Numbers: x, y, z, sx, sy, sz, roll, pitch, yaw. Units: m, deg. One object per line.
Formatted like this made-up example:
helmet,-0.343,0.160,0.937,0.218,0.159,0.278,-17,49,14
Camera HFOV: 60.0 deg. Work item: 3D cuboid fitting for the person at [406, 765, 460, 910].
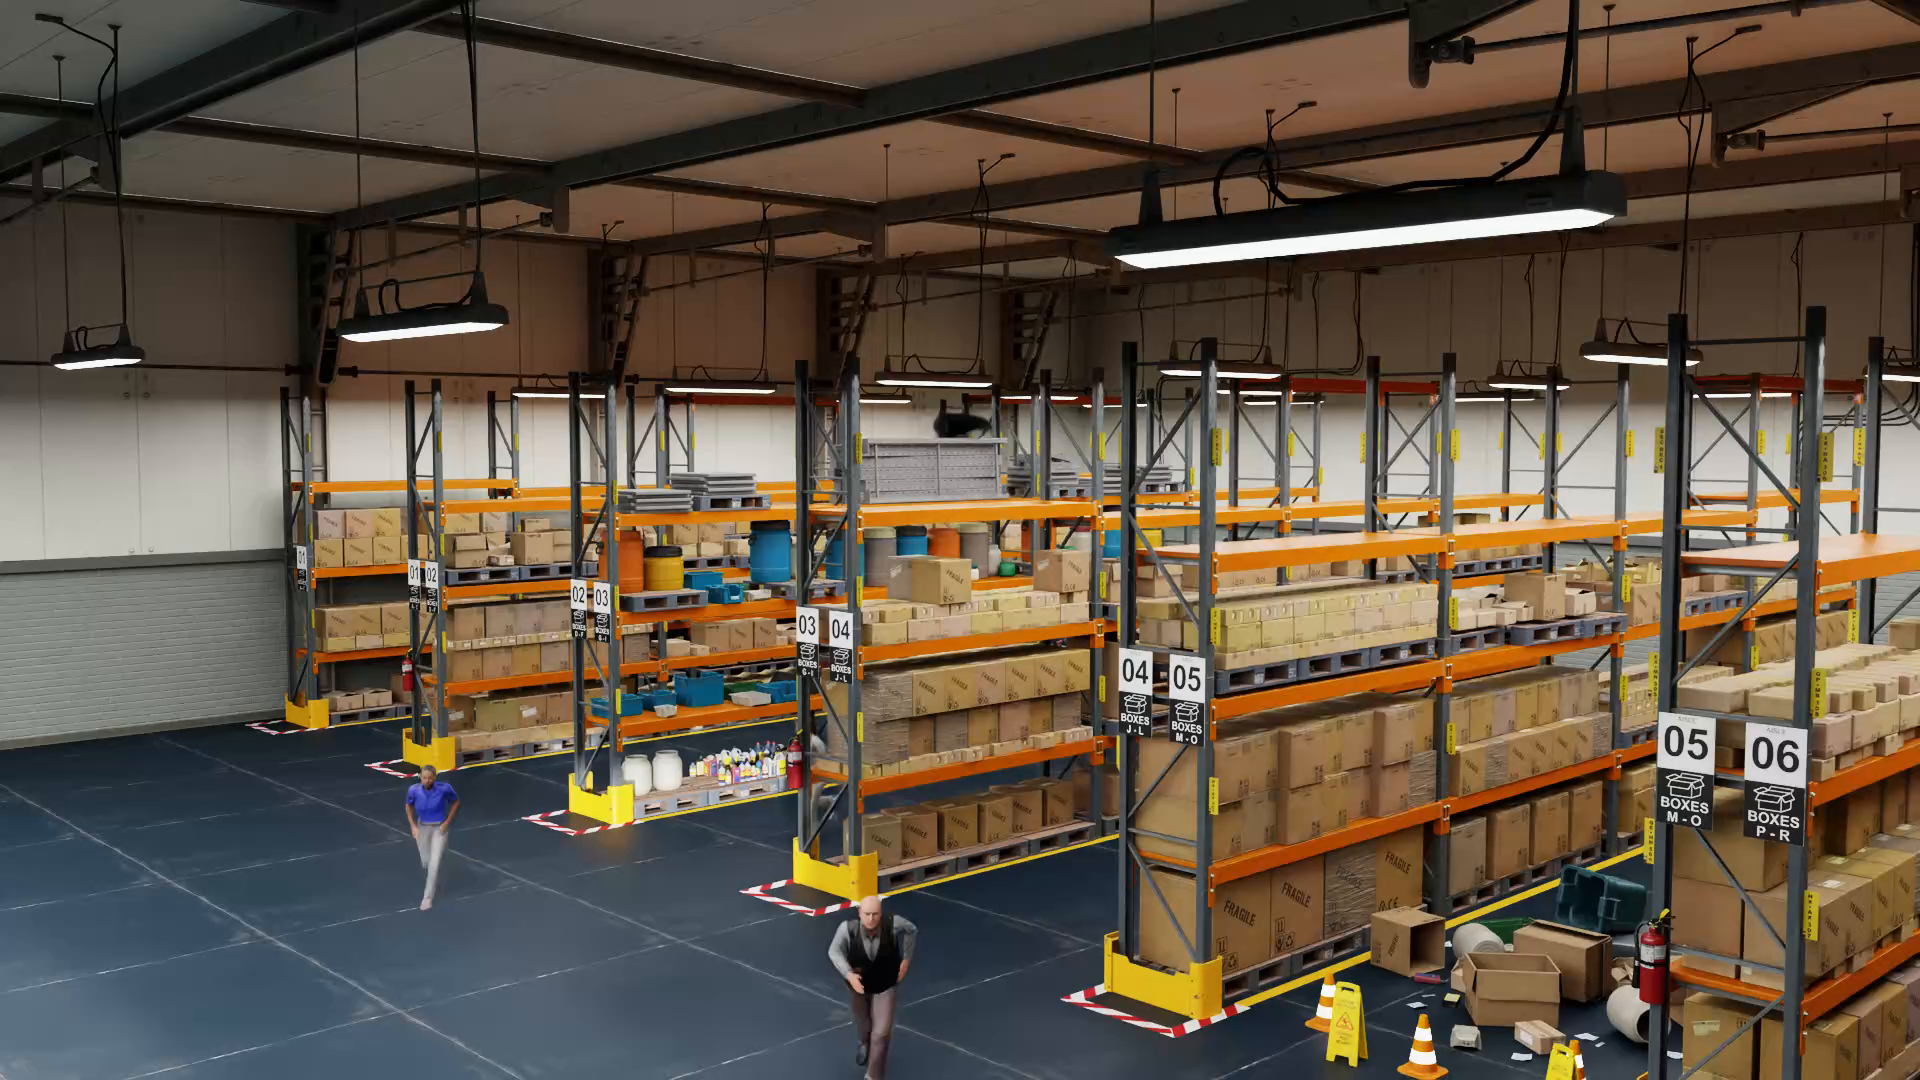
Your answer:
person,-5.816,3.232,18.384,0.575,1.595,0.848,-1,4,-13

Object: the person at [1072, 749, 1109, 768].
person,1.988,2.799,23.980,0.871,1.724,0.661,-3,4,-35

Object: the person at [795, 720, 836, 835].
person,-1.834,3.030,21.240,0.556,1.603,0.716,3,5,38

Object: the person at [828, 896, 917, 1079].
person,-0.690,3.526,13.074,0.697,1.680,1.009,0,4,-7
